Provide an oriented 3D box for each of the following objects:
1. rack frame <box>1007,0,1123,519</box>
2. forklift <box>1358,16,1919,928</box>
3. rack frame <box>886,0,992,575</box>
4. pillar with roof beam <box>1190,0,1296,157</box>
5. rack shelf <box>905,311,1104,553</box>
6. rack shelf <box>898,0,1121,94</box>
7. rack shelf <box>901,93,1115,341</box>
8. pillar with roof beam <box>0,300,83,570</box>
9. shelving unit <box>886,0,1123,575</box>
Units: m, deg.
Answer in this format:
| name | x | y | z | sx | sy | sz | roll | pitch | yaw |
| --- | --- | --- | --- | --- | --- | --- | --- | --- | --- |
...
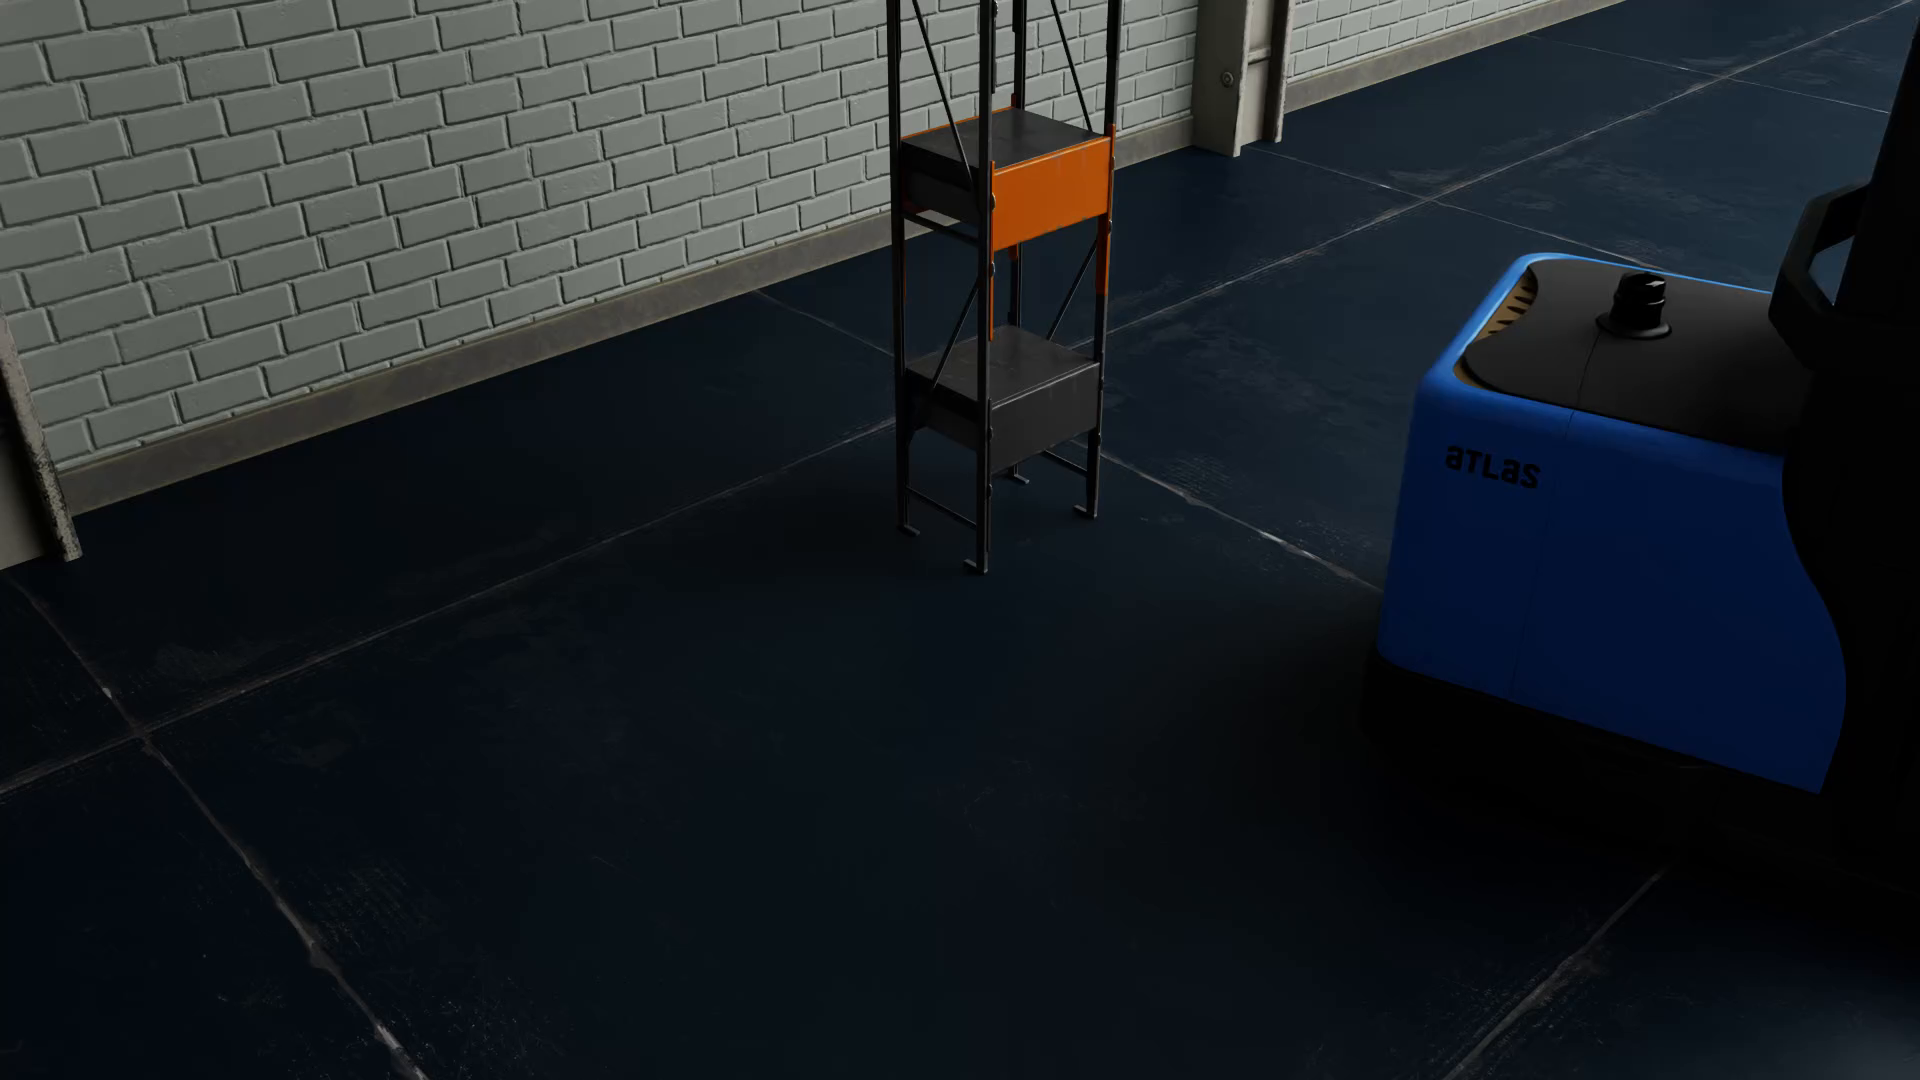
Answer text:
| name | x | y | z | sx | sy | sz | roll | pitch | yaw |
| --- | --- | --- | --- | --- | --- | --- | --- | --- | --- |
| rack frame | 0.300 | -1.041 | 4.940 | 0.015 | 2.100 | 0.400 | -26 | 40 | -35 |
| forklift | 2.571 | -0.526 | 3.300 | 3.031 | 2.935 | 1.130 | 17 | 35 | 25 |
| rack frame | -0.058 | -0.868 | 4.657 | 0.015 | 2.100 | 0.400 | -26 | 40 | -35 |
| pillar with roof beam | 4.352 | -4.260 | 3.591 | 0.400 | 9.000 | 9.100 | -26 | 40 | -35 |
| rack shelf | 0.121 | -0.346 | 5.171 | 0.480 | 0.518 | 0.431 | -26 | 40 | -35 |
| rack shelf | 0.121 | -1.540 | 4.440 | 0.480 | 0.518 | 0.431 | -26 | 40 | -35 |
| rack shelf | 0.121 | -0.943 | 4.805 | 0.480 | 0.518 | 0.431 | -26 | 40 | -35 |
| pillar with roof beam | -0.048 | -2.132 | 0.110 | 0.400 | 9.000 | 9.100 | -26 | 40 | -35 |
| shelving unit | 0.121 | -0.955 | 4.798 | 0.503 | 2.100 | 0.431 | -26 | 40 | -35 |
